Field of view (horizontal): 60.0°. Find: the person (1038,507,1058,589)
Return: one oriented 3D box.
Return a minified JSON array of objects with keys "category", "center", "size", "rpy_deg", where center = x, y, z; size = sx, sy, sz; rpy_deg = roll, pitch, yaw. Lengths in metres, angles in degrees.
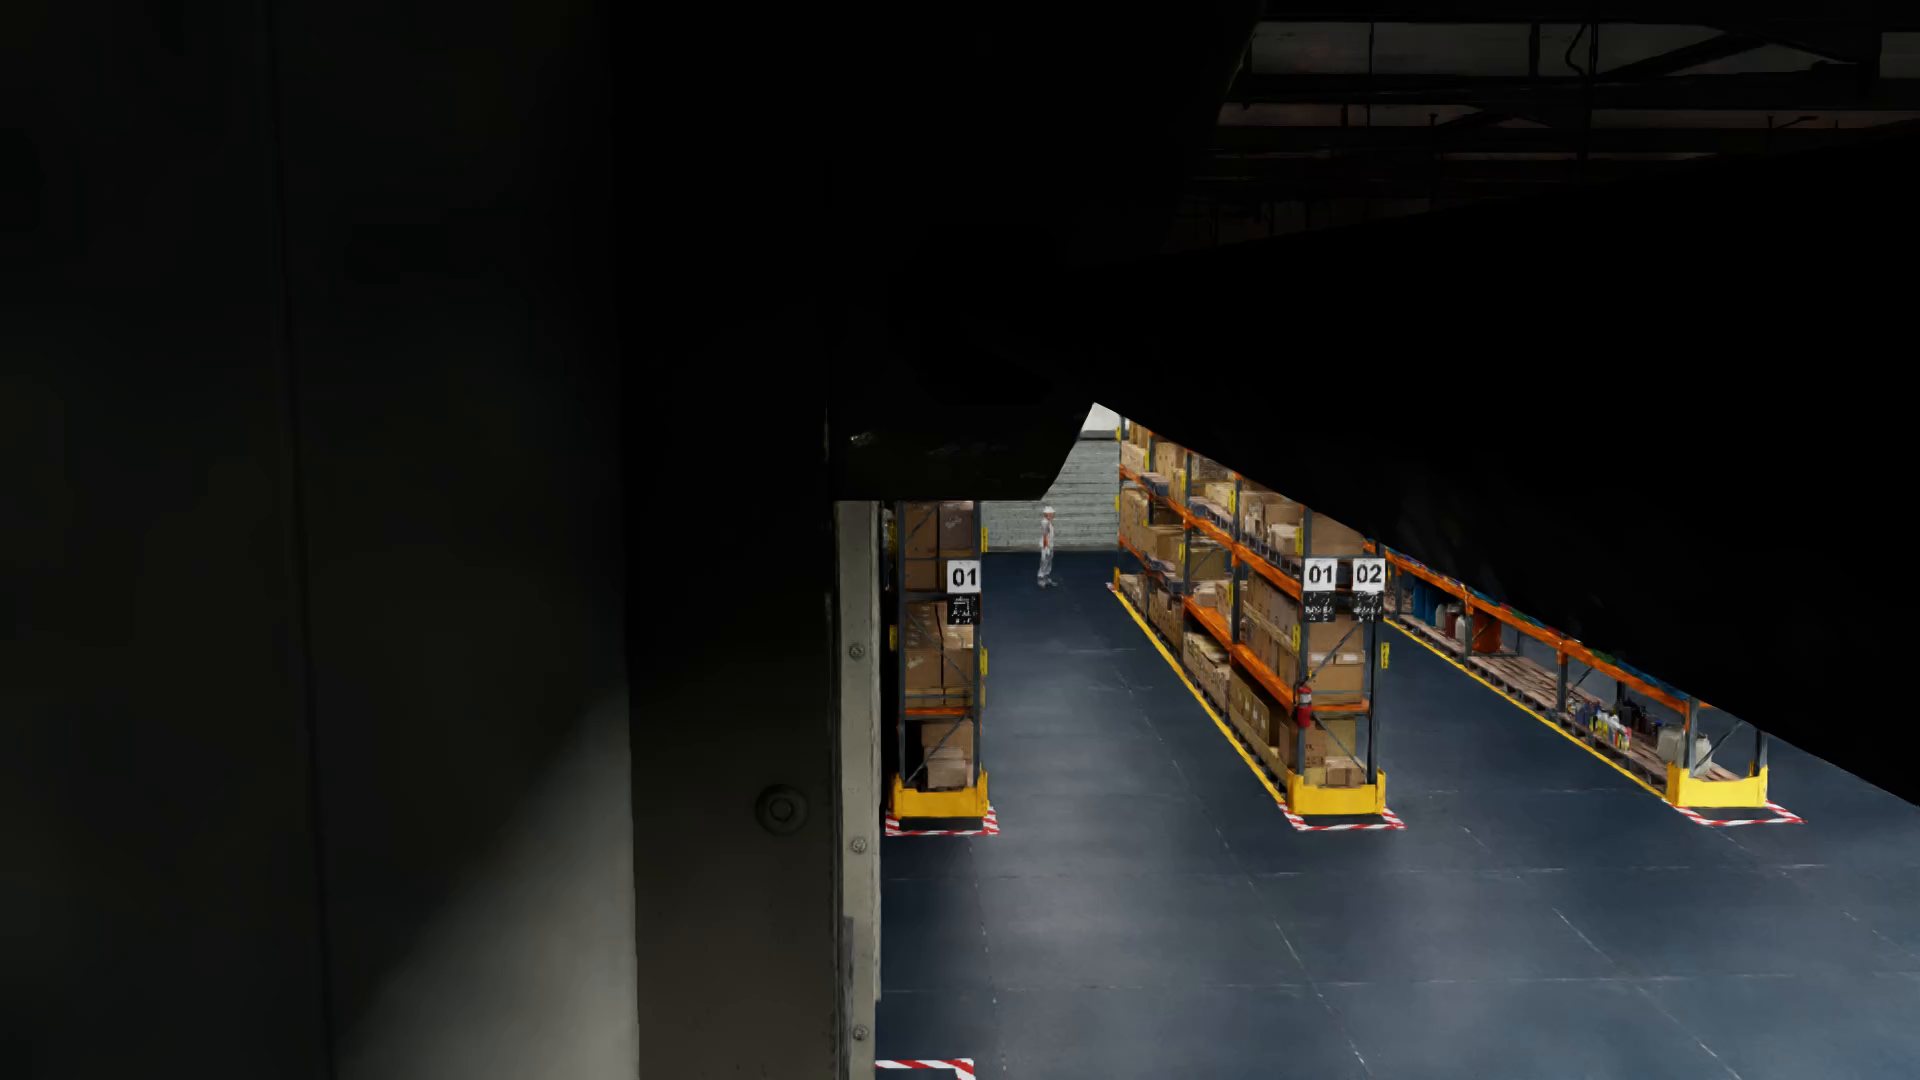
[{"category":"person","center":[1.935,0.150,36.693],"size":[0.402,1.792,0.633],"rpy_deg":[2,8,11]}]
